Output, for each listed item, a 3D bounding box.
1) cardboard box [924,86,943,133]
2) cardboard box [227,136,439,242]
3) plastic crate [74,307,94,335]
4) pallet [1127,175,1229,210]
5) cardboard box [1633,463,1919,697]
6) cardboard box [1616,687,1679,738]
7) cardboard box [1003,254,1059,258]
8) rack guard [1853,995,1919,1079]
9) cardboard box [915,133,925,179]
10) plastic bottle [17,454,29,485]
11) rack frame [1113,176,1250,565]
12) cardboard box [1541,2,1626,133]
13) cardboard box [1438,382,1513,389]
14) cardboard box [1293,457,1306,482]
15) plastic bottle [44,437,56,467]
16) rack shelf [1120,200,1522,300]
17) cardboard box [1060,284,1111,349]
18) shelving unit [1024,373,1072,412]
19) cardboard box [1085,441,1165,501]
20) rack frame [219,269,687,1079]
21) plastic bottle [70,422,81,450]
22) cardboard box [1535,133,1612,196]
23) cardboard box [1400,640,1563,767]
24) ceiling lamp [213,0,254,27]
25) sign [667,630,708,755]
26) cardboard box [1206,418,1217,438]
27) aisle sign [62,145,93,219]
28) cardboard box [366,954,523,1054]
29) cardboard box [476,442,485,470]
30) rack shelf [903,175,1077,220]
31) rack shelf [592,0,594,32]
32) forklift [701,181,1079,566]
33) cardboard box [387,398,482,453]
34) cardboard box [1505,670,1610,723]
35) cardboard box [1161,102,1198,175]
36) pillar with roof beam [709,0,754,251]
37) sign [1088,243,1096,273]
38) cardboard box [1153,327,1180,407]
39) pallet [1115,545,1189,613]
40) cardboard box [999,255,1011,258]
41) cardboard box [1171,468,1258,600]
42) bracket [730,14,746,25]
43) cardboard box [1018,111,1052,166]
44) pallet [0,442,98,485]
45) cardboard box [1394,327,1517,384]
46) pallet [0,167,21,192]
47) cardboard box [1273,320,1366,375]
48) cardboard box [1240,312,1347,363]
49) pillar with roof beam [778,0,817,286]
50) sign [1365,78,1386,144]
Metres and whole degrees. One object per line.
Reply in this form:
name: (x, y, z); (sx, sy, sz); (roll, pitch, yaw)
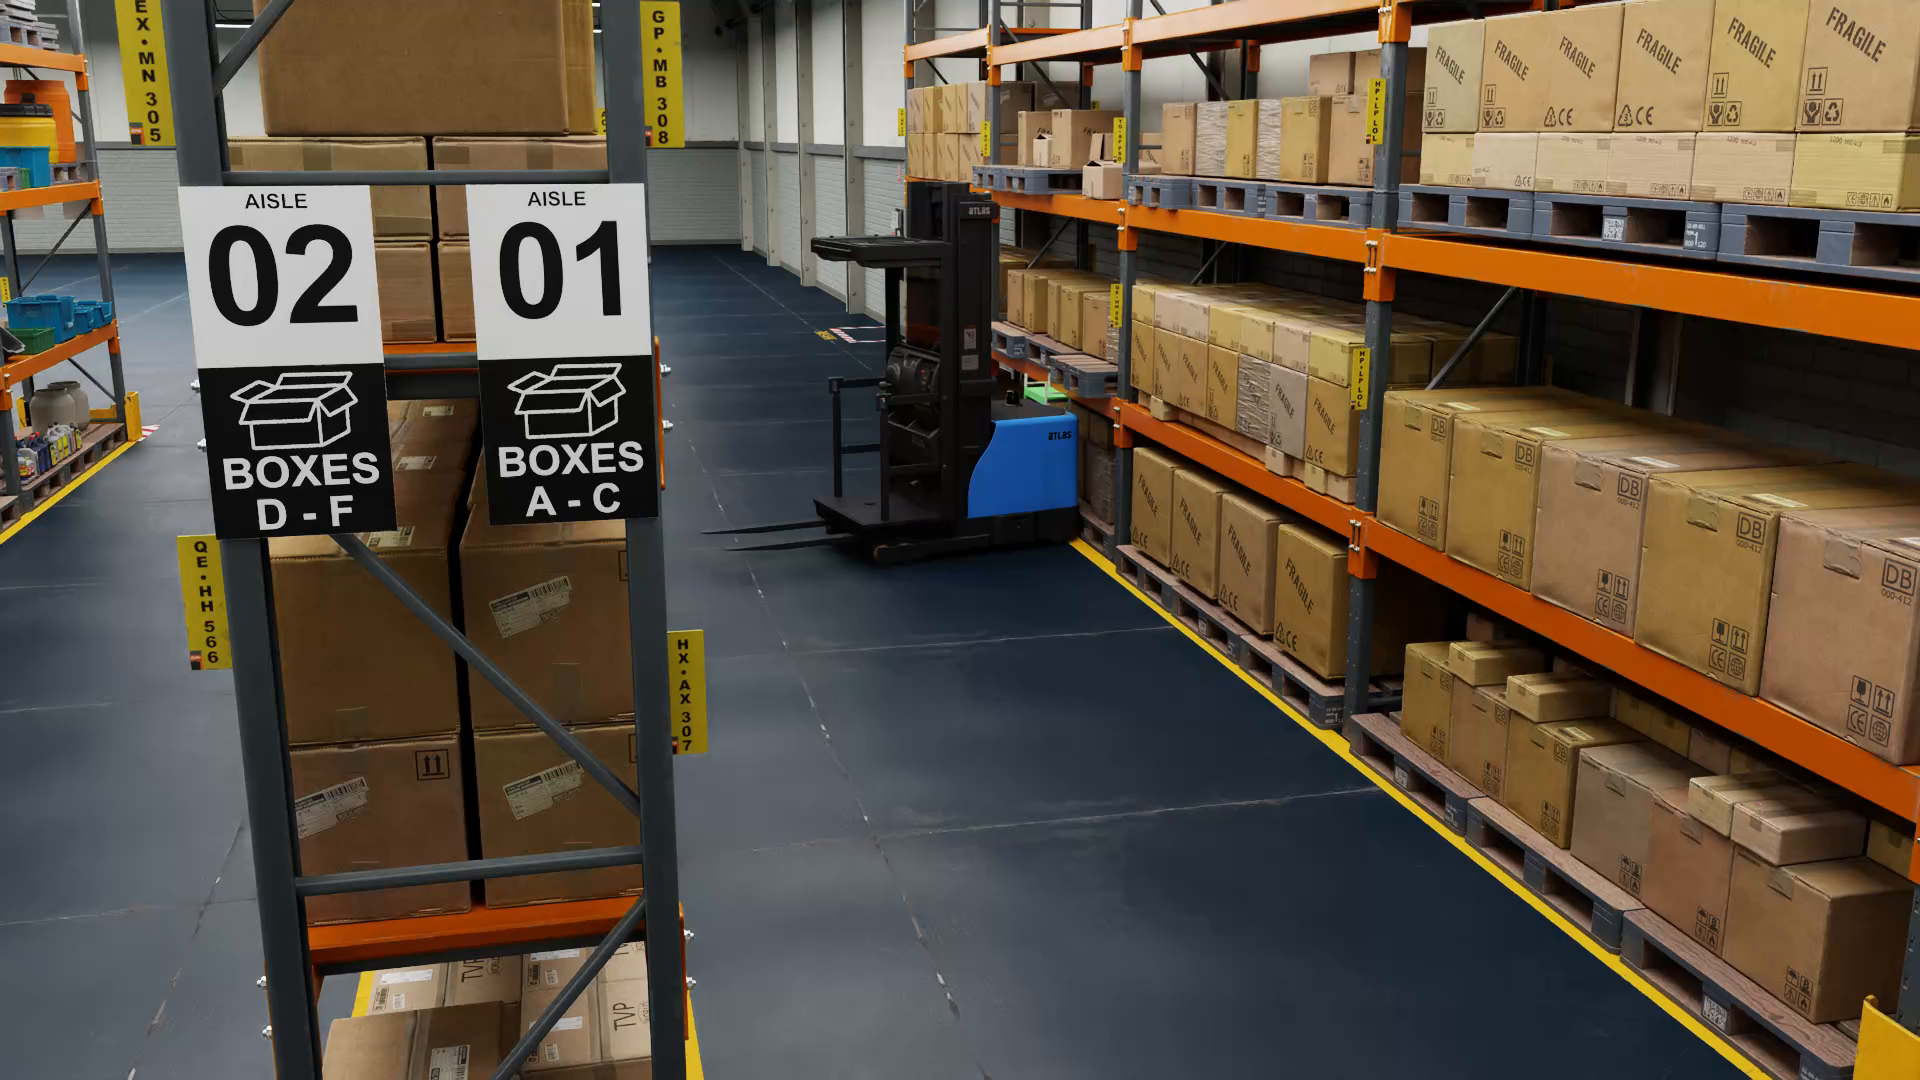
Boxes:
cardboard box: (-0.110, -4.794, 18.548); (0.500, 0.500, 0.500); (-3, 14, -12)
cardboard box: (-1.589, -0.894, 4.210); (0.500, 0.250, 0.500); (-3, 14, -13)
plastic crate: (-9.238, -2.258, 17.161); (0.499, 0.251, 0.408); (-3, 14, -13)
pallet: (1.918, -2.505, 11.939); (1.213, 0.211, 1.003); (-3, 14, -11)
cardboard box: (3.283, 0.130, 6.442); (0.980, 0.700, 0.700); (-3, 14, -14)
cardboard box: (3.197, 0.766, 7.486); (0.380, 0.149, 0.250); (-4, 14, -14)
cardboard box: (0.750, -2.749, 17.553); (0.500, 0.500, 0.500); (-3, 14, -13)
rack guard: (3.599, 1.780, 5.588); (1.175, 0.500, 0.348); (-3, 14, -13)
cardboard box: (-0.237, -4.429, 19.164); (0.500, 0.500, 0.500); (-2, 14, -9)
plastic bottle: (-8.503, -0.642, 15.058); (0.097, 0.271, 0.097); (0, 14, 0)
rack frame: (1.715, -1.285, 12.868); (1.000, 3.000, 0.127); (-3, 14, -13)
cardboard box: (2.797, -1.952, 6.916); (0.500, 0.500, 0.500); (-3, 14, -13)
cardboard box: (2.791, -0.686, 9.534); (0.500, 0.500, 0.500); (-4, 14, -15)
cardboard box: (2.201, -0.432, 9.861); (0.380, 0.149, 0.250); (-3, 14, -11)
plastic bottle: (-8.683, -0.844, 15.856); (0.061, 0.283, 0.133); (-3, 14, -11)
rack shelf: (2.185, -1.932, 10.709); (1.077, 0.370, 4.000); (-3, 14, -13)
cardboard box: (1.281, -1.942, 14.417); (0.700, 0.500, 0.500); (-3, 14, -13)
shelving unit: (0.742, -0.814, 14.456); (0.258, 1.200, 0.503); (-4, 17, -18)
cardboard box: (1.487, -0.573, 14.294); (0.700, 0.500, 0.500); (-3, 14, -13)
rack frame: (-1.220, 0.837, 4.181); (1.000, 3.000, 0.127); (-3, 14, -13)
plastic bottle: (-8.891, -1.048, 16.692); (0.061, 0.283, 0.133); (-3, 14, -12)
cardboard box: (2.794, -1.589, 7.012); (0.500, 0.250, 0.500); (-4, 14, -15)
cardboard box: (2.730, 0.826, 8.609); (0.700, 0.500, 0.500); (-3, 14, -12)
ceiling lamp: (-17.253, -14.111, 40.427); (2.000, 3.185, 0.800); (-3, 14, -13)
sign: (-0.693, 0.386, 4.202); (0.100, 0.325, 0.005); (-3, 14, -13)
cardboard box: (1.896, -0.789, 11.324); (0.380, 0.149, 0.250); (-3, 14, -12)
aisle sign: (-9.522, -3.875, 17.989); (0.394, 0.787, 0.004); (-3, 14, -13)
cardboard box: (-1.782, 1.627, 5.816); (0.500, 0.250, 0.500); (-3, 14, -13)
cardboard box: (-1.311, -0.050, 5.495); (0.500, 0.500, 0.500); (-3, 14, -12)
rack shelf: (0.306, -3.777, 18.263); (1.077, 0.370, 4.000); (-3, 14, -13)
rack shelf: (-2.630, -2.918, 9.267); (1.077, 0.370, 4.000); (-3, 14, -13)
forklift: (-0.564, -1.359, 13.314); (3.031, 2.935, 1.130); (-7, 15, -25)
cardboard box: (-2.081, -0.258, 6.345); (0.500, 0.500, 0.500); (-4, 14, -15)
cardboard box: (2.756, 0.720, 7.674); (0.380, 0.149, 0.250); (-4, 14, -15)
cardboard box: (1.883, -2.898, 12.012); (0.700, 0.500, 0.500); (-4, 14, -18)
pillar with roof beam: (-10.389, -12.613, 46.592); (9.100, 9.000, 0.548); (-3, 14, -13)
sign: (1.314, -2.802, 16.638); (0.100, 0.325, 0.005); (-3, 14, -13)
cardboard box: (1.694, -1.241, 11.805); (0.500, 0.500, 0.500); (-3, 14, -11)
pallet: (1.827, 0.255, 12.438); (1.003, 0.211, 1.213); (-3, 14, -13)
cardboard box: (0.241, -2.716, 17.418); (0.500, 0.500, 0.500); (-3, 14, -14)
cardboard box: (1.960, -0.066, 11.521); (0.750, 0.750, 0.750); (-3, 14, -13)
bracket: (-5.847, -13.891, 44.242); (0.076, 0.066, 4.783); (-3, 14, -13)
cardboard box: (0.826, -3.787, 15.693); (0.500, 0.500, 0.500); (-1, 14, -5)
pallet: (-9.262, -0.741, 16.514); (1.003, 0.211, 1.213); (-3, 14, -13)
cardboard box: (2.800, -1.050, 9.447); (0.500, 0.250, 0.500); (-3, 14, -11)
pallet: (-9.119, -3.182, 14.711); (1.213, 0.211, 1.003); (-3, 14, -13)
cardboard box: (2.185, -1.142, 9.820); (0.500, 0.250, 0.500); (-3, 14, -12)
cardboard box: (2.065, -1.259, 10.302); (0.500, 0.250, 0.500); (-3, 14, -12)
pillar with roof beam: (-7.571, -9.845, 35.261); (9.100, 9.000, 0.548); (-3, 14, -13)
sign: (2.129, -2.191, 8.504); (0.100, 0.325, 0.005); (-3, 14, -13)
